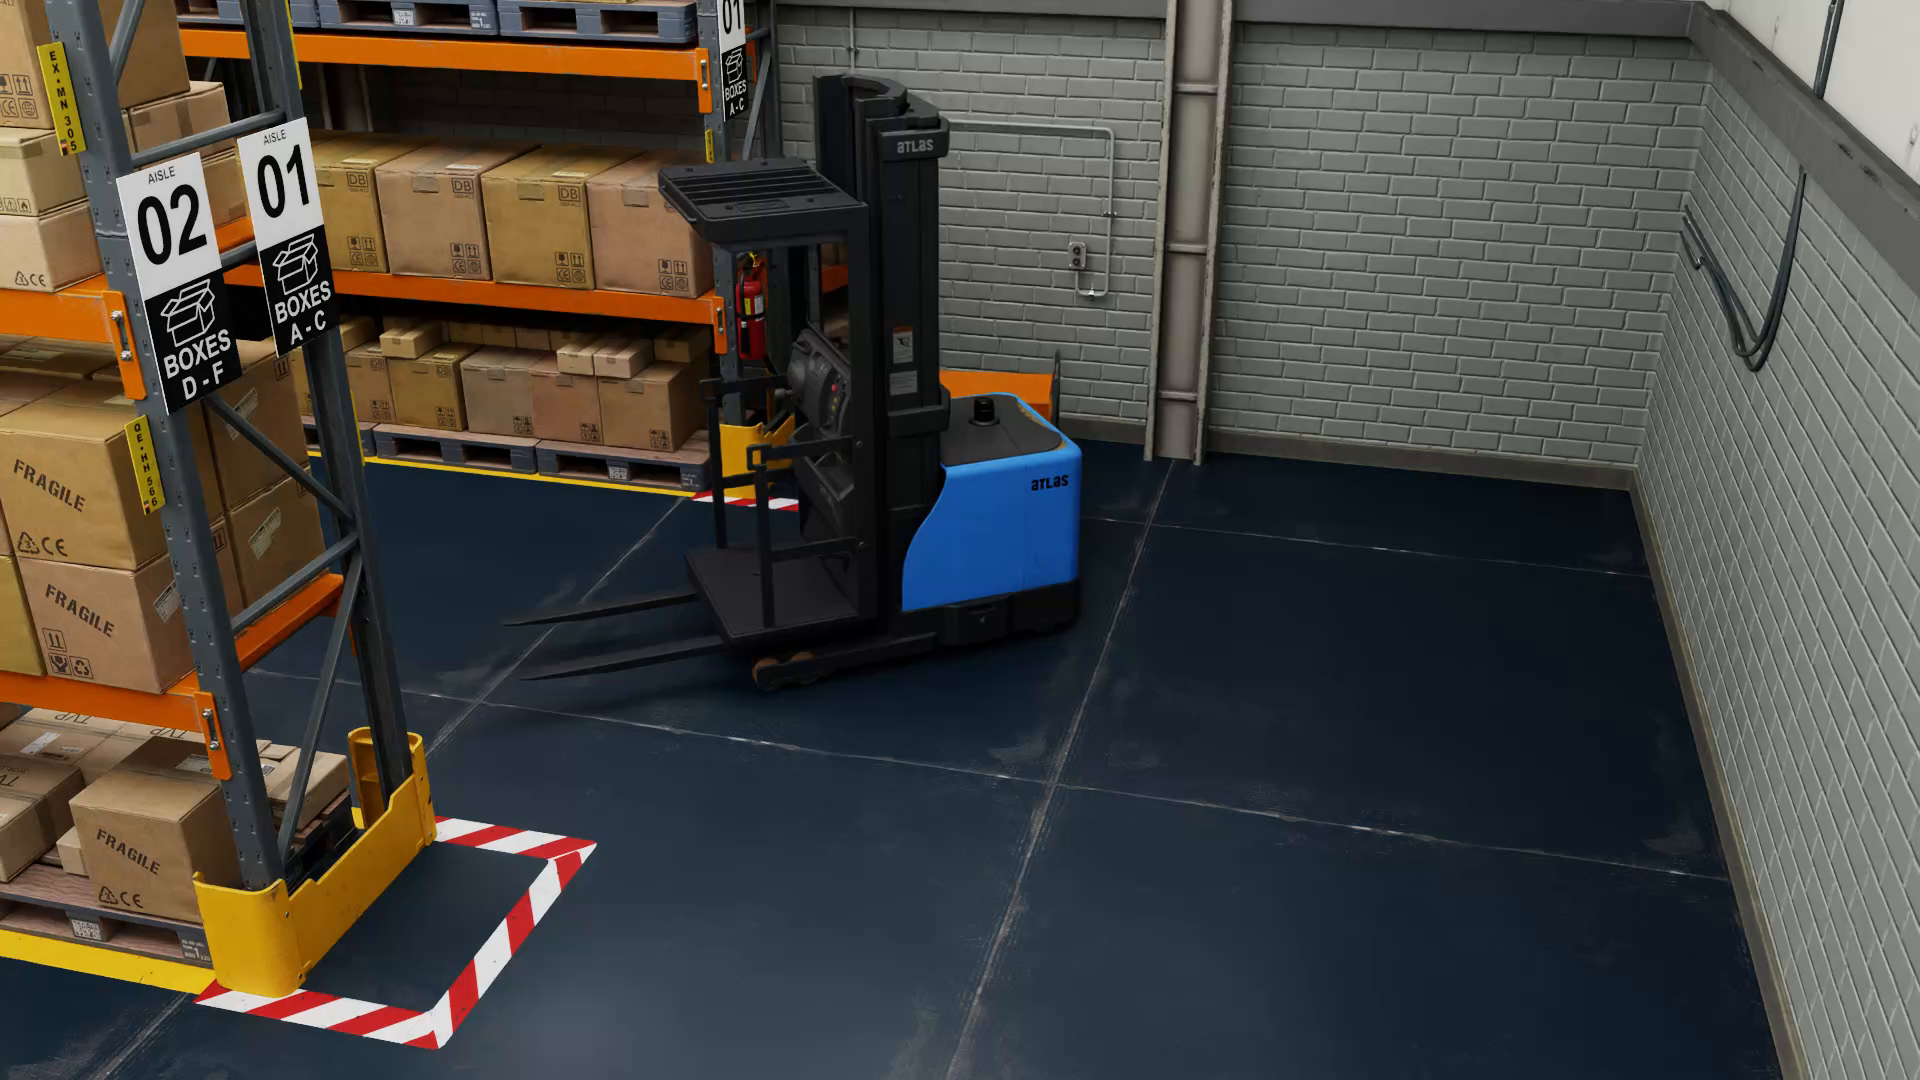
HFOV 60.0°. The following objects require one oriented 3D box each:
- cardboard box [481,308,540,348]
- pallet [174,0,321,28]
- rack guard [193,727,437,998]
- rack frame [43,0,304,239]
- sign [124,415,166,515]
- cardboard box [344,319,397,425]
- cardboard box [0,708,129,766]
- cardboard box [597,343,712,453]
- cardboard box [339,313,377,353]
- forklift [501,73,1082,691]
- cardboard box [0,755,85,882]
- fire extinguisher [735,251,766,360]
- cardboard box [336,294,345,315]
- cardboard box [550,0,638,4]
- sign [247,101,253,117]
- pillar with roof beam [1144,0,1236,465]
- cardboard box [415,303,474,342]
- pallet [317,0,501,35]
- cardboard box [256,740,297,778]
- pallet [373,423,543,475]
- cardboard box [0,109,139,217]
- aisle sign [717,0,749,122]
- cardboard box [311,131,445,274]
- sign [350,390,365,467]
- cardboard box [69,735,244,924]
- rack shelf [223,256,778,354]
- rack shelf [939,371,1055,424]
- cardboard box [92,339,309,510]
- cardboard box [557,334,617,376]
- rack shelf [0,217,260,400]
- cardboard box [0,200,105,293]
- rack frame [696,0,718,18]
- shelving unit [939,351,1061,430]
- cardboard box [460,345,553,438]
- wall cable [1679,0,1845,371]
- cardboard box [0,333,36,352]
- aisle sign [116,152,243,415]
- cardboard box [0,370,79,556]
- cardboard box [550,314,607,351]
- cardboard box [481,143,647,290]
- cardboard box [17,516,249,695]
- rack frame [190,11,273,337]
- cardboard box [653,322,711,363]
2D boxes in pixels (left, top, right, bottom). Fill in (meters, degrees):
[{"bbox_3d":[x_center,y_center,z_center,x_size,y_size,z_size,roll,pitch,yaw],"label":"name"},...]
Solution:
[{"bbox_3d":[-3.101,-1.468,11.508,0.250,0.149,0.380,7,26,14],"label":"cardboard box"},{"bbox_3d":[-4.425,-3.526,10.781,1.213,0.211,1.003,6,26,13],"label":"pallet"},{"bbox_3d":[-2.644,1.307,6.922,0.348,0.500,1.175,6,26,13],"label":"rack guard"},{"bbox_3d":[-2.571,-2.522,5.078,0.127,3.000,1.000,6,26,13],"label":"rack frame"},{"bbox_3d":[-2.728,-0.250,5.570,0.005,0.325,0.100,6,26,13],"label":"sign"},{"bbox_3d":[-4.030,-1.187,11.673,0.500,0.500,0.700,6,26,12],"label":"cardboard box"},{"bbox_3d":[-3.995,0.946,7.460,0.500,0.250,0.500,6,26,13],"label":"cardboard box"},{"bbox_3d":[-2.043,-0.970,11.218,0.500,0.500,0.700,6,26,13],"label":"cardboard box"},{"bbox_3d":[-4.230,-1.423,11.413,0.250,0.149,0.380,7,26,15],"label":"cardboard box"},{"bbox_3d":[-0.908,-0.799,8.518,3.031,2.935,1.130,-10,27,-19],"label":"forklift"},{"bbox_3d":[-4.071,1.160,7.011,0.500,0.250,0.500,6,26,13],"label":"cardboard box"},{"bbox_3d":[-1.309,-1.464,10.360,0.183,0.674,0.296,6,26,13],"label":"fire extinguisher"},{"bbox_3d":[-4.607,-1.633,11.856,0.250,0.149,0.380,6,26,13],"label":"cardboard box"},{"bbox_3d":[-2.116,-3.365,9.909,0.500,0.250,0.500,7,26,15],"label":"cardboard box"},{"bbox_3d":[-5.078,-2.962,11.883,0.005,0.325,0.100,6,26,13],"label":"sign"},{"bbox_3d":[0.418,-2.863,5.796,0.400,9.000,9.100,6,26,13],"label":"pillar with roof beam"},{"bbox_3d":[-3.596,-1.522,11.623,0.250,0.149,0.380,7,26,14],"label":"cardboard box"},{"bbox_3d":[-3.247,-3.395,10.505,1.213,0.211,1.003,6,26,13],"label":"pallet"},{"bbox_3d":[-3.133,1.053,7.333,0.250,0.166,0.380,6,26,13],"label":"cardboard box"},{"bbox_3d":[-3.312,-0.801,11.688,1.213,0.211,1.003,6,26,13],"label":"pallet"},{"bbox_3d":[-3.132,-1.274,5.541,0.500,0.250,0.500,6,26,13],"label":"cardboard box"},{"bbox_3d":[-1.346,-2.917,9.863,0.004,0.787,0.394,6,26,13],"label":"aisle sign"},{"bbox_3d":[-3.988,-2.294,11.230,0.700,0.700,0.980,6,26,12],"label":"cardboard box"},{"bbox_3d":[-2.436,-0.430,6.656,0.005,0.325,0.100,6,26,13],"label":"sign"},{"bbox_3d":[-3.159,1.161,6.718,0.500,0.500,0.500,6,26,13],"label":"cardboard box"},{"bbox_3d":[-3.278,-1.765,11.305,4.000,0.370,1.077,6,26,13],"label":"rack shelf"},{"bbox_3d":[0.062,-0.810,9.962,1.000,0.278,0.538,2,26,5],"label":"rack shelf"},{"bbox_3d":[-2.935,-0.467,6.462,0.500,0.500,0.500,7,26,15],"label":"cardboard box"},{"bbox_3d":[-2.461,-1.228,11.004,0.250,0.149,0.380,7,26,14],"label":"cardboard box"},{"bbox_3d":[-4.508,-1.057,6.328,4.000,0.370,1.077,6,26,13],"label":"rack shelf"},{"bbox_3d":[-3.134,-1.045,5.640,0.500,0.250,0.500,6,26,13],"label":"cardboard box"},{"bbox_3d":[-1.341,-4.585,9.411,0.127,3.000,1.000,6,26,13],"label":"rack frame"},{"bbox_3d":[0.062,-0.546,10.088,1.048,1.125,0.538,2,26,5],"label":"shelving unit"},{"bbox_3d":[-3.015,-1.077,11.443,0.500,0.500,0.700,5,26,11],"label":"cardboard box"},{"bbox_3d":[4.048,-2.428,8.494,0.112,2.526,3.097,6,26,13],"label":"wall cable"},{"bbox_3d":[-3.926,-0.575,6.690,0.500,0.500,0.500,7,26,14],"label":"cardboard box"},{"bbox_3d":[-2.581,-0.852,5.526,0.004,0.787,0.394,6,26,13],"label":"aisle sign"},{"bbox_3d":[-3.560,-0.297,6.104,0.500,0.500,0.500,7,26,14],"label":"cardboard box"},{"bbox_3d":[-2.606,-1.414,11.395,0.250,0.149,0.380,7,26,13],"label":"cardboard box"},{"bbox_3d":[-2.544,-2.135,10.896,0.700,0.700,0.980,6,26,13],"label":"cardboard box"},{"bbox_3d":[-3.072,0.207,6.209,0.500,0.500,0.500,7,26,15],"label":"cardboard box"},{"bbox_3d":[-5.215,-2.304,11.600,0.127,3.000,1.000,6,26,13],"label":"rack frame"},{"bbox_3d":[-1.873,-1.333,11.225,0.250,0.149,0.380,6,26,13],"label":"cardboard box"}]
